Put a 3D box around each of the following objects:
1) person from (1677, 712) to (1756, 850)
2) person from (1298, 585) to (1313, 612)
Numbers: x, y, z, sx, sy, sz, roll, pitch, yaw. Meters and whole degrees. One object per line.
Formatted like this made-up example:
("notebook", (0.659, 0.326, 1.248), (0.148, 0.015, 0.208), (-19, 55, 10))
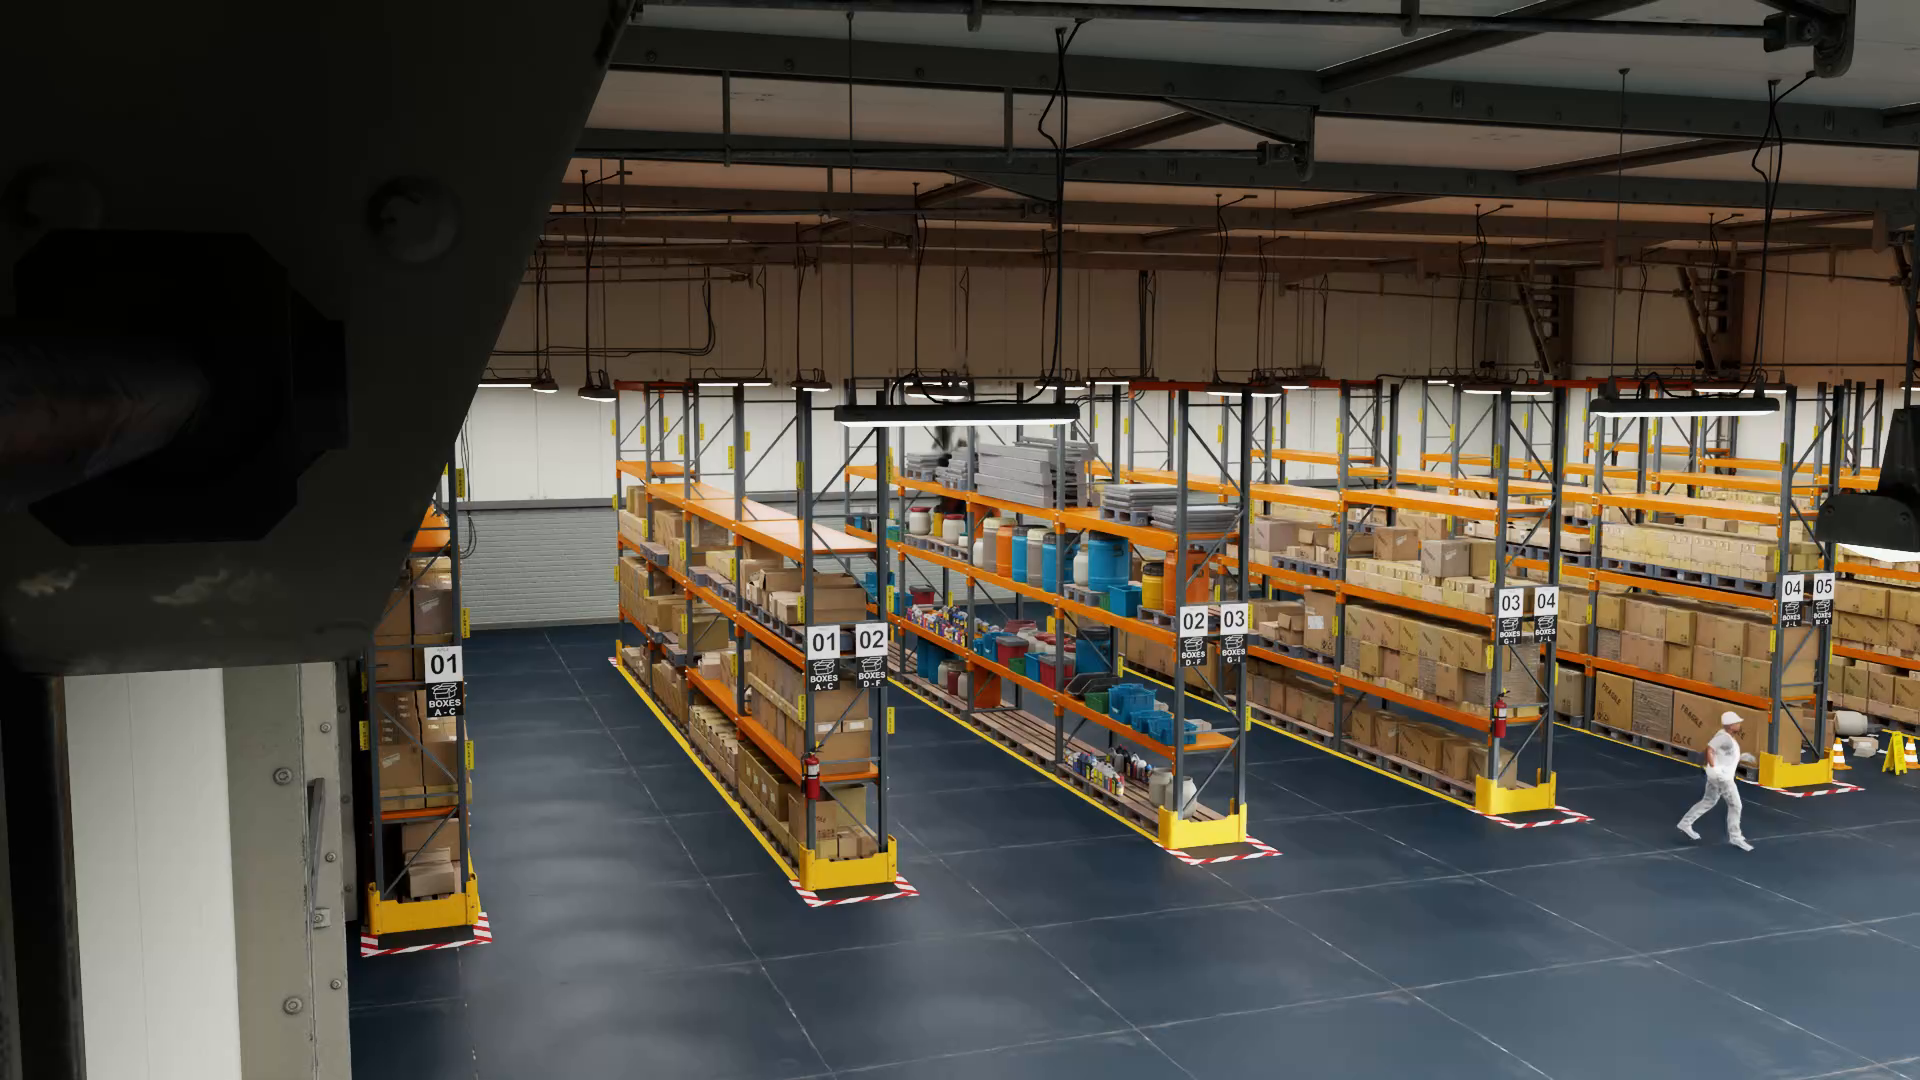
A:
("person", (9.967, 3.142, 21.861), (0.929, 1.817, 0.623), (2, 6, 16))
("person", (7.248, 1.816, 34.562), (0.641, 1.770, 0.740), (-3, 7, -25))
